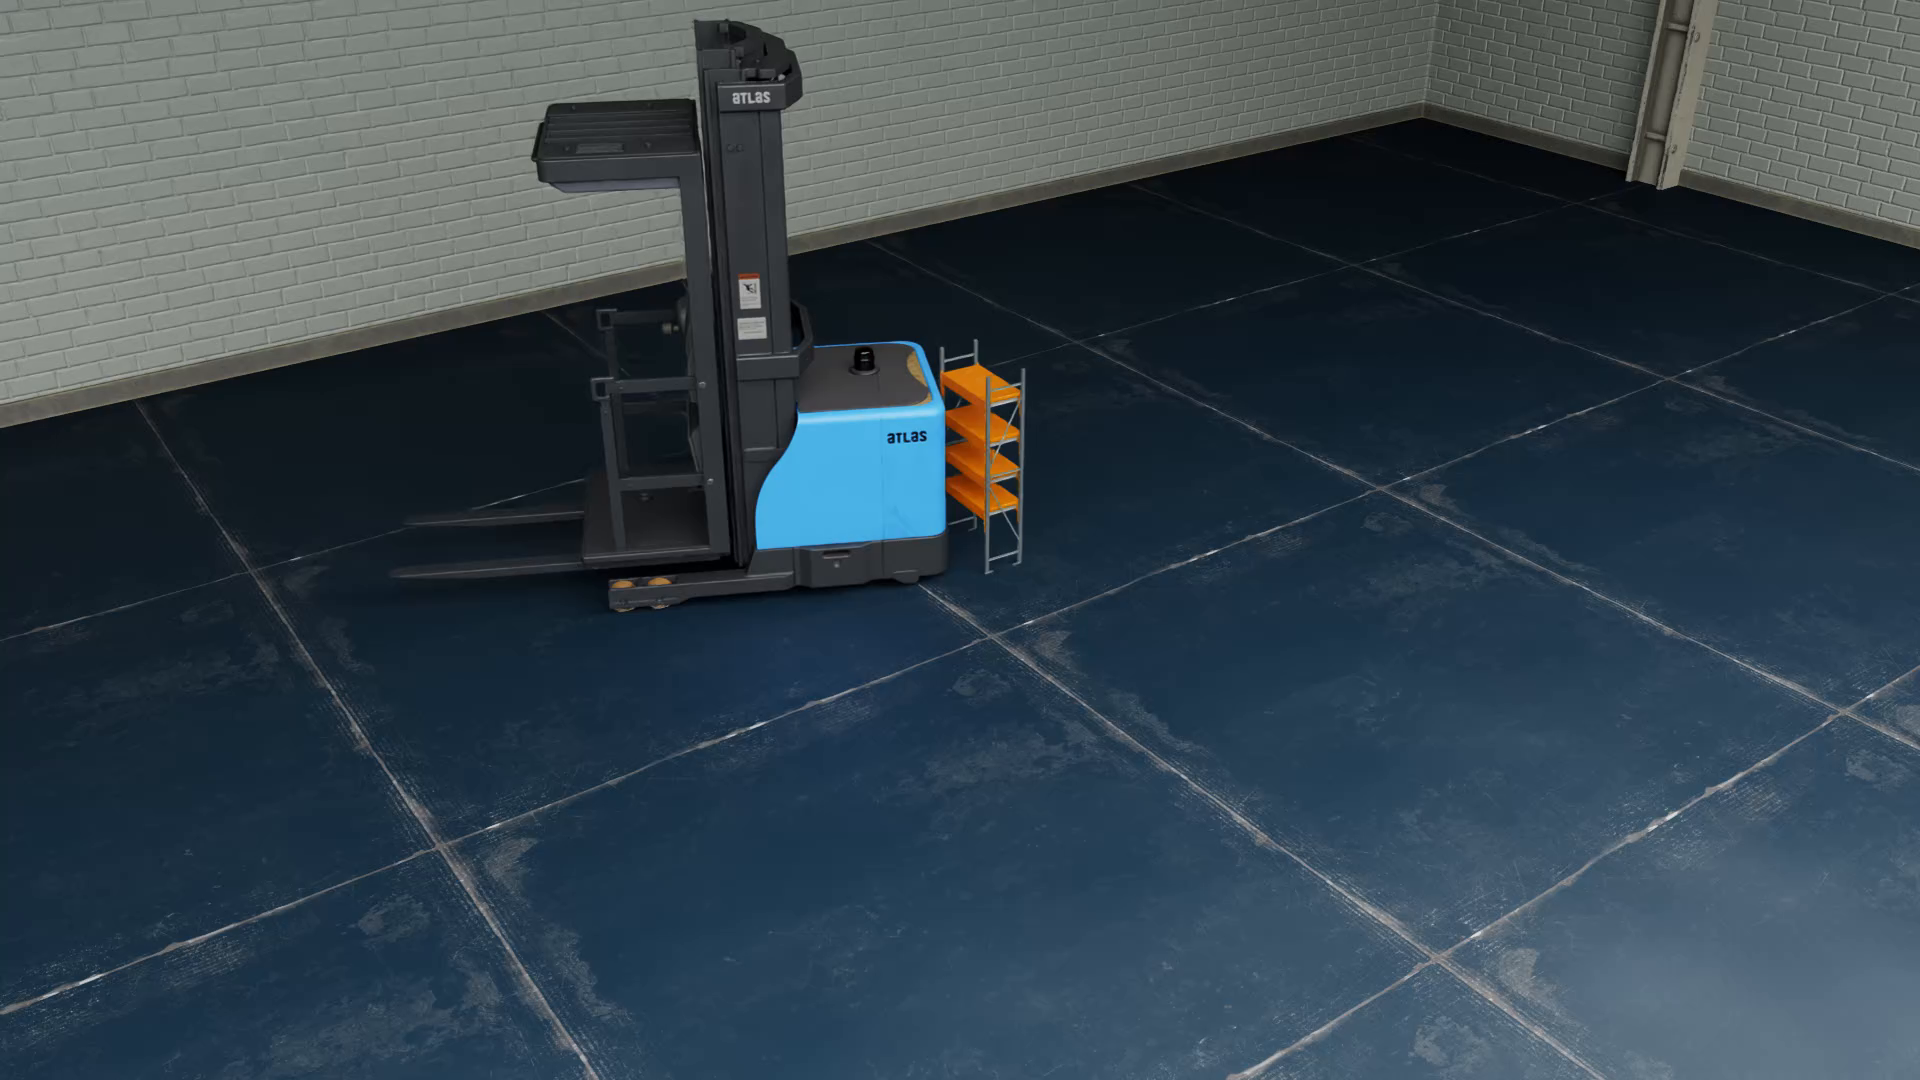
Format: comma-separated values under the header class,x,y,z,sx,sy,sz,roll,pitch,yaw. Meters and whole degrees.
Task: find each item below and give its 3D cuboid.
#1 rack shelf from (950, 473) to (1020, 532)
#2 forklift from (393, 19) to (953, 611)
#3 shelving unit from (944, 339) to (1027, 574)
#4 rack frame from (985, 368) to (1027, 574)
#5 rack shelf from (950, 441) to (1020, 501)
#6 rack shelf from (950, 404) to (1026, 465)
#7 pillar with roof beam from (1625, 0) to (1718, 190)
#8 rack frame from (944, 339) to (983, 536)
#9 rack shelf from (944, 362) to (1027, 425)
class,x,y,z,sx,sy,sz,roll,pitch,yaw
rack shelf,0.135,-0.234,9.480,0.258,0.148,0.480,-14,32,-25
forklift,-1.604,-1.172,8.837,3.031,2.935,1.130,-4,29,-8
shelving unit,0.135,-0.467,9.353,0.258,1.200,0.503,-14,32,-25
rack frame,0.250,-0.364,9.164,0.240,1.200,0.015,-14,32,-25
rack shelf,0.135,-0.408,9.385,0.258,0.148,0.480,-14,32,-25
rack shelf,0.135,-0.605,9.278,0.258,0.148,0.480,-14,32,-25
pillar with roof beam,3.213,-6.235,11.801,9.100,9.000,0.400,-19,34,-31
rack frame,0.020,-0.570,9.542,0.240,1.200,0.015,-14,32,-25
rack shelf,0.135,-0.812,9.165,0.258,0.148,0.480,-14,32,-25
